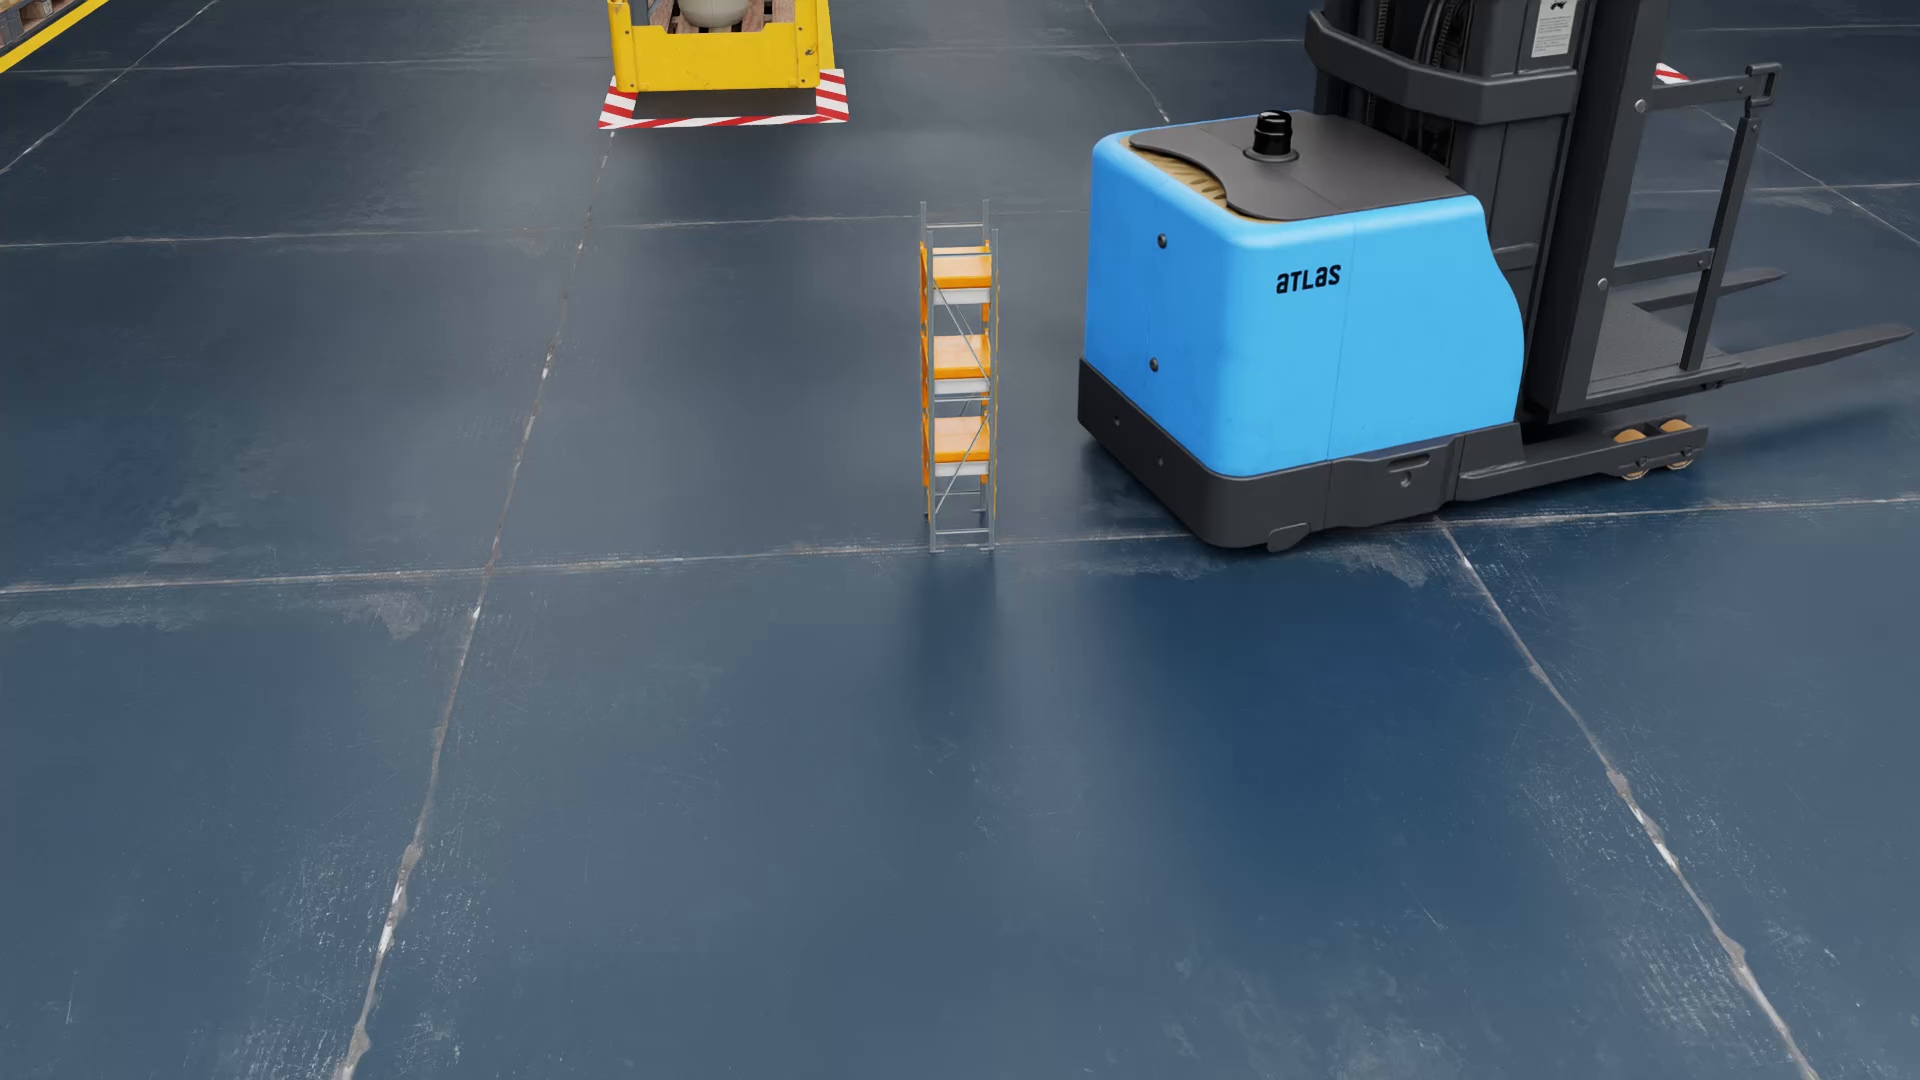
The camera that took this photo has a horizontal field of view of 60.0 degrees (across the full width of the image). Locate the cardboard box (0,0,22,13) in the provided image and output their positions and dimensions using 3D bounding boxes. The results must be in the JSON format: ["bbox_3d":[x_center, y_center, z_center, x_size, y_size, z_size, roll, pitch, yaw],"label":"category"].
[{"bbox_3d":[-6.213,-3.494,10.446,0.500,0.250,0.500,-3,31,-5],"label":"cardboard box"}]

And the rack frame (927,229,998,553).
[{"bbox_3d":[0.006,-0.416,4.922,0.200,1.050,0.008,-3,31,-5],"label":"rack frame"}]

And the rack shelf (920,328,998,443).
[{"bbox_3d":[-0.005,-0.469,5.032,0.215,0.259,0.240,-3,31,-5],"label":"rack shelf"}]

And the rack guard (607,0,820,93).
[{"bbox_3d":[-1.410,-2.898,9.614,1.175,0.500,0.348,-3,31,-5],"label":"rack guard"}]

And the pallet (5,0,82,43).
[{"bbox_3d":[-6.512,-3.512,10.924,1.003,0.211,1.213,-3,31,-5],"label":"pallet"}]

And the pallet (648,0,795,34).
[{"bbox_3d":[-1.480,-3.189,10.383,1.003,0.211,1.213,-3,31,-5],"label":"pallet"}]

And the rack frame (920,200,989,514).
[{"bbox_3d":[-0.016,-0.540,5.131,0.200,1.050,0.008,-3,31,-5],"label":"rack frame"}]

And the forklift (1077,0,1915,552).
[{"bbox_3d":[1.978,-1.697,5.233,3.031,2.935,1.130,-12,33,-19],"label":"forklift"}]

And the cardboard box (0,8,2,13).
[{"bbox_3d":[-6.167,-3.239,10.019,0.500,0.250,0.500,-3,31,-5],"label":"cardboard box"}]

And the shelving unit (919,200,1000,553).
[{"bbox_3d":[-0.005,-0.478,5.027,0.215,1.050,0.252,-3,31,-5],"label":"shelving unit"}]

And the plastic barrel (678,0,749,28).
[{"bbox_3d":[-1.493,-3.379,9.999,0.421,0.512,0.421,0,31,0],"label":"plastic barrel"}]

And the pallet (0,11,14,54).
[{"bbox_3d":[-6.401,-2.891,9.884,1.003,0.211,1.213,-3,31,-5],"label":"pallet"}]

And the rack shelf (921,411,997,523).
[{"bbox_3d":[-0.005,-0.230,5.174,0.215,0.259,0.240,-3,31,-5],"label":"rack shelf"}]

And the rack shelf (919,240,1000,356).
[{"bbox_3d":[-0.005,-0.713,4.886,0.215,0.259,0.240,-3,31,-5],"label":"rack shelf"}]

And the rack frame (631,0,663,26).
[{"bbox_3d":[-1.356,-3.935,8.912,1.000,3.000,0.127,-3,31,-5],"label":"rack frame"}]

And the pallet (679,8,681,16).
[{"bbox_3d":[-1.591,-3.811,11.424,1.003,0.211,1.213,-3,31,-5],"label":"pallet"}]
